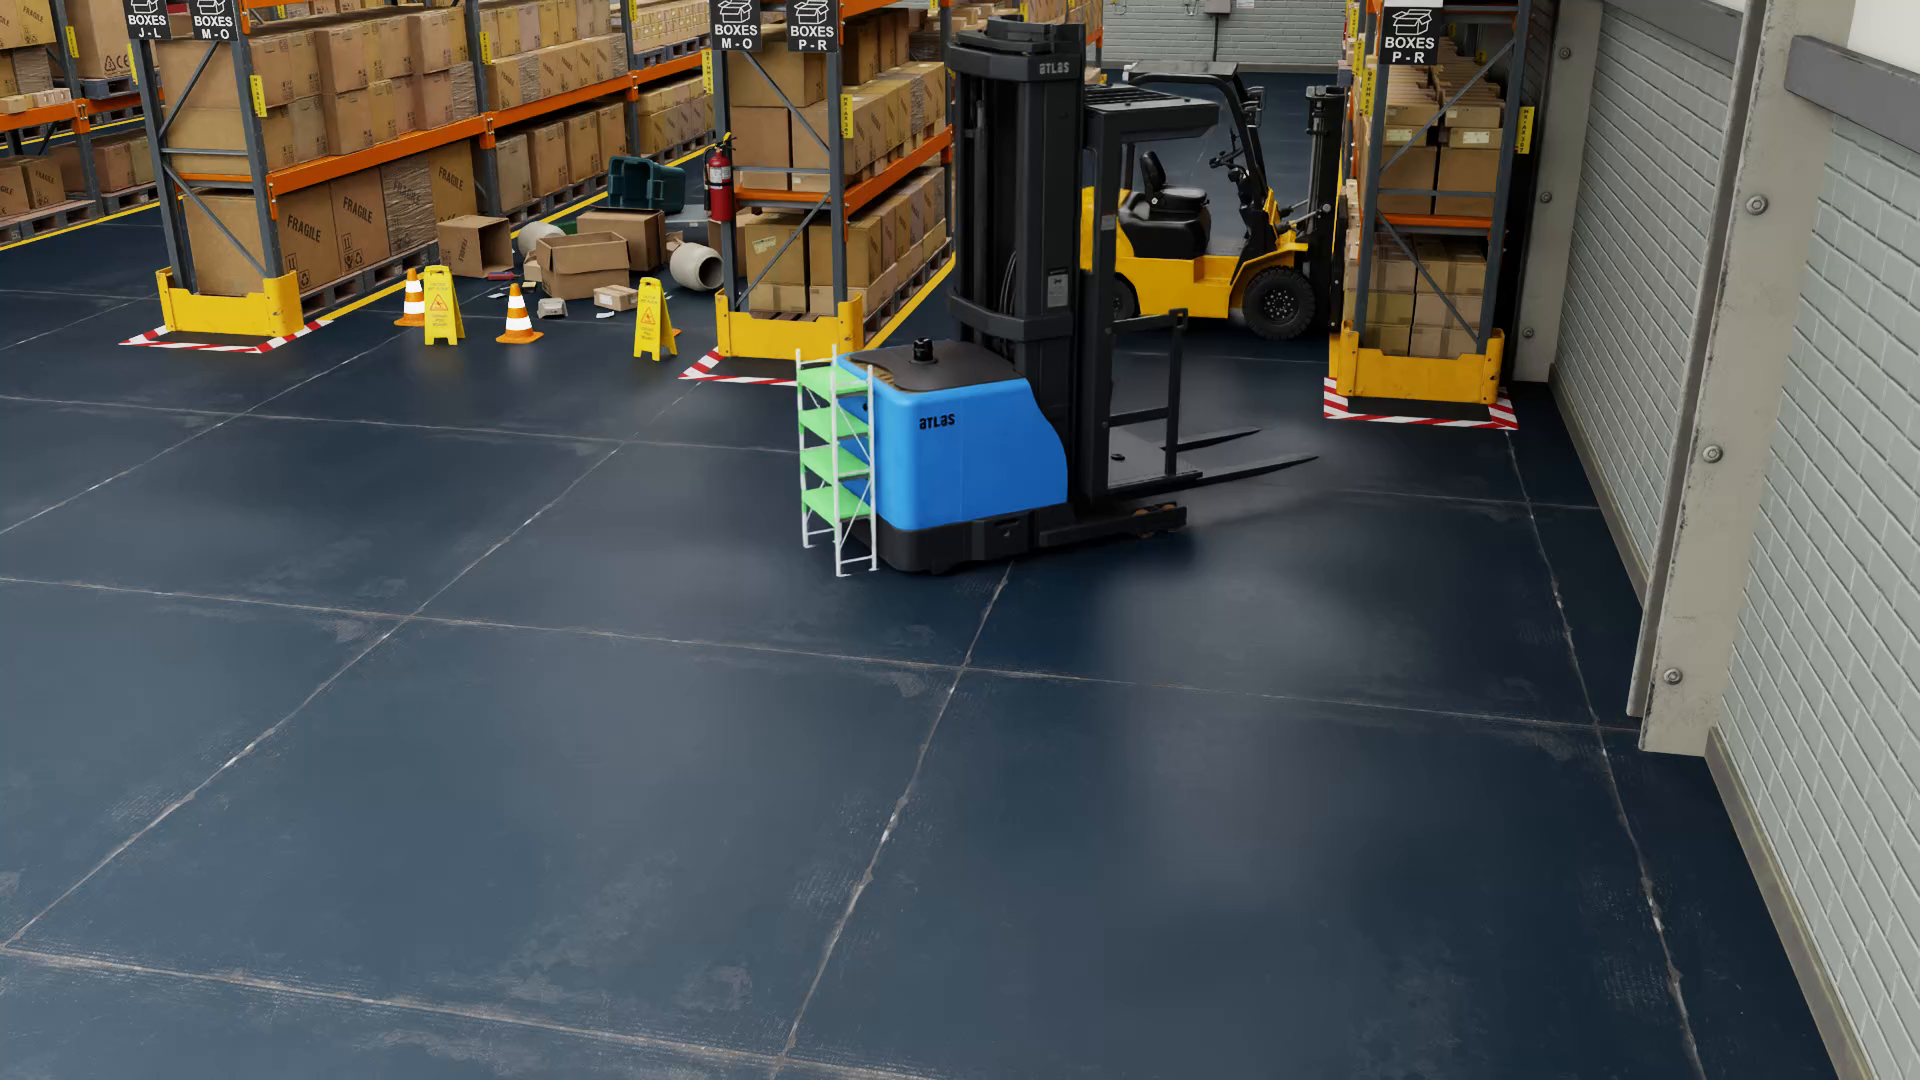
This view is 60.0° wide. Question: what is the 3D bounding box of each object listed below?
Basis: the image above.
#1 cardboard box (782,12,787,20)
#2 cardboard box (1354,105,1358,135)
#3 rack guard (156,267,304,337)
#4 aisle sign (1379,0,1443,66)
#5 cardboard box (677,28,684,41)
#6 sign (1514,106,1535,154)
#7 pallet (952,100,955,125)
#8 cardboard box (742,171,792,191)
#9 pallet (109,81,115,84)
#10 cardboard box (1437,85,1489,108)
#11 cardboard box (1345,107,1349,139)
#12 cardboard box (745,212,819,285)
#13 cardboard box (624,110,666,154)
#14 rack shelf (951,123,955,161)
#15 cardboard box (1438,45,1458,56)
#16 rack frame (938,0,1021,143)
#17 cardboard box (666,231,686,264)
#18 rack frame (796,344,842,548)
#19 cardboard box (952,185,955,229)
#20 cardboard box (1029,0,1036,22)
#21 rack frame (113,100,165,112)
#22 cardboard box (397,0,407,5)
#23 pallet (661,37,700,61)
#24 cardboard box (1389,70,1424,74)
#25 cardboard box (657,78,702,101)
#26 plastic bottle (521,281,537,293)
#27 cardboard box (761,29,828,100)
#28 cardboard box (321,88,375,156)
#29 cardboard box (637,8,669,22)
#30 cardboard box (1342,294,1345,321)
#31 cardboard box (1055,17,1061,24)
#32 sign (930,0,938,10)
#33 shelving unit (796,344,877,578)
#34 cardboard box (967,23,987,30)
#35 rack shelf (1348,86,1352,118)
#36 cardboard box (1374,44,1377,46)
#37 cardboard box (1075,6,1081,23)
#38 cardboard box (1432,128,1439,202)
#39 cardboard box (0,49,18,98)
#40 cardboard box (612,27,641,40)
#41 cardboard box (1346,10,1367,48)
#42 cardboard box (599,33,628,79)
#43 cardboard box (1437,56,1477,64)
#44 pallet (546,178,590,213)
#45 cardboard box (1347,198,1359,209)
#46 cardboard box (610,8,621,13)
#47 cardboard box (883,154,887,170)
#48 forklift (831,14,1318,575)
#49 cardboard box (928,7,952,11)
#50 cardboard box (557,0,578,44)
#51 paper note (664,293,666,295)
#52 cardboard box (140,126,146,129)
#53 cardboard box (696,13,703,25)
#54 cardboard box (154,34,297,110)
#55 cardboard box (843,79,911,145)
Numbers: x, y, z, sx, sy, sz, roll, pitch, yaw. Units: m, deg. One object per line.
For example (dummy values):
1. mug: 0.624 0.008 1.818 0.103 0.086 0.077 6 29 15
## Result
1. cardboard box: -3.048 -8.707 26.926 0.500 0.500 0.500 5 22 11
2. cardboard box: 4.121 -4.109 16.243 0.500 0.250 0.500 5 22 12
3. rack guard: -6.273 -2.061 14.302 1.175 0.500 0.348 4 22 11
4. aisle sign: 3.157 -3.716 11.586 0.394 0.787 0.004 4 22 11
5. cardboard box: -4.024 -6.962 22.898 0.380 0.149 0.250 4 22 9
6. sign: 4.000 -2.906 11.788 0.100 0.325 0.005 4 22 11
7. pallet: -0.287 -4.531 17.346 1.003 0.211 1.213 4 22 11
8. cardboard box: -1.535 -2.925 13.439 0.380 0.149 0.250 5 23 13
9. pallet: -9.835 -5.754 20.382 1.003 0.211 1.213 4 22 11
10. cardboard box: 3.957 -3.482 13.084 0.380 0.149 0.250 5 23 13
11. cardboard box: 5.489 -5.581 22.479 0.500 0.500 0.500 4 22 10
12. cardboard box: -1.494 -2.469 14.084 0.500 0.500 0.500 5 22 11
13. cardboard box: -4.242 -5.430 22.104 0.500 0.500 0.500 4 22 9
14. rack shelf: -0.178 -4.750 18.594 1.077 0.370 4.000 4 22 11
15. cardboard box: 5.085 -5.174 17.683 0.380 0.149 0.250 4 22 10
16. rack frame: 0.231 -5.815 20.276 1.000 3.000 0.127 4 22 11
17. cardboard box: -2.853 -2.949 16.821 0.258 0.266 0.396 -11 25 -26
18. rack frame: -0.807 -0.530 9.564 0.240 1.200 0.015 -11 24 -25
19. cardboard box: -0.481 -3.520 17.533 0.950 0.372 0.625 5 22 12
20. cardboard box: 0.662 -6.669 20.925 0.500 0.500 0.500 5 22 11
21. rack frame: -13.504 -8.411 26.722 1.000 3.000 0.127 4 22 11
22. cardboard box: -8.777 -8.311 24.997 0.797 0.503 0.637 4 22 10
23. pallet: -4.272 -6.793 22.963 1.003 0.211 1.213 4 22 11
24. cardboard box: 3.734 -3.889 14.094 0.380 0.149 0.250 4 22 11
25. cardboard box: -3.936 -6.328 23.331 0.500 0.250 0.500 3 22 9
26. plastic bottle: -4.072 -2.395 15.719 0.133 0.061 0.283 -3 22 -8
27. cardboard box: -1.401 -3.925 13.714 0.700 0.500 0.500 5 22 11
28. cardboard box: -5.909 -3.836 15.163 0.875 0.550 0.550 4 22 11
29. cardboard box: -4.137 -7.047 22.315 0.380 0.149 0.250 6 23 13
30. cardboard box: 3.355 -1.808 13.447 0.500 0.250 0.500 4 22 11
31. cardboard box: 1.100 -7.077 22.942 0.500 0.250 0.500 5 22 12
32. sign: -0.314 -6.393 20.162 0.100 0.325 0.005 4 22 11
33. shelving unit: -0.695 -0.449 9.363 0.258 1.200 0.503 -11 24 -25
34. cardboard box: 0.007 -5.244 17.764 0.500 0.500 0.500 4 22 11
35. rack shelf: 5.499 -5.835 21.291 1.077 0.370 4.000 4 22 11
36. cardboard box: 4.484 -5.218 17.793 0.380 0.149 0.250 5 22 12
37. cardboard box: 1.505 -7.659 24.723 0.500 0.500 0.500 5 22 11
38. cardboard box: 3.916 -2.911 12.931 0.500 0.500 0.500 5 23 13
39. cardboard box: -10.576 -4.952 17.601 0.875 0.500 0.500 4 22 11
40. cardboard box: -4.341 -6.533 21.435 0.380 0.149 0.250 5 23 13
41. cardboard box: 5.323 -6.505 21.295 0.700 0.500 0.500 4 22 11
42. cardboard box: -4.465 -6.016 20.643 0.500 0.500 0.500 4 22 11
43. cardboard box: 4.505 -4.320 15.165 0.380 0.149 0.250 5 22 11
44. pallet: -5.122 -4.134 19.836 1.003 0.211 1.213 4 22 11
45. cardboard box: 3.664 -2.836 14.660 0.500 0.250 0.500 5 23 13
46. cardboard box: -4.772 -7.097 22.437 0.380 0.149 0.250 4 22 11
47. cardboard box: -0.842 -3.252 14.248 0.380 0.149 0.250 5 22 12
48. forklift: 0.785 -1.536 9.743 3.031 2.935 1.130 -11 24 -25
49. cardboard box: -0.088 -6.047 19.759 0.500 0.500 0.500 4 22 9
50. cardboard box: -4.942 -6.129 19.584 0.700 0.500 0.500 4 22 10
51. paper note: -2.838 -2.303 15.547 0.148 0.019 0.142 13 25 29
52. cardboard box: -9.798 -4.956 20.902 0.700 0.500 0.500 6 23 15
53. cardboard box: -3.865 -7.386 23.555 0.380 0.149 0.250 4 22 9
54. cardboard box: -6.155 -3.933 13.957 0.875 0.550 0.550 4 22 11
55. cardboard box: -0.733 -3.788 14.712 0.500 0.500 0.500 4 22 10
